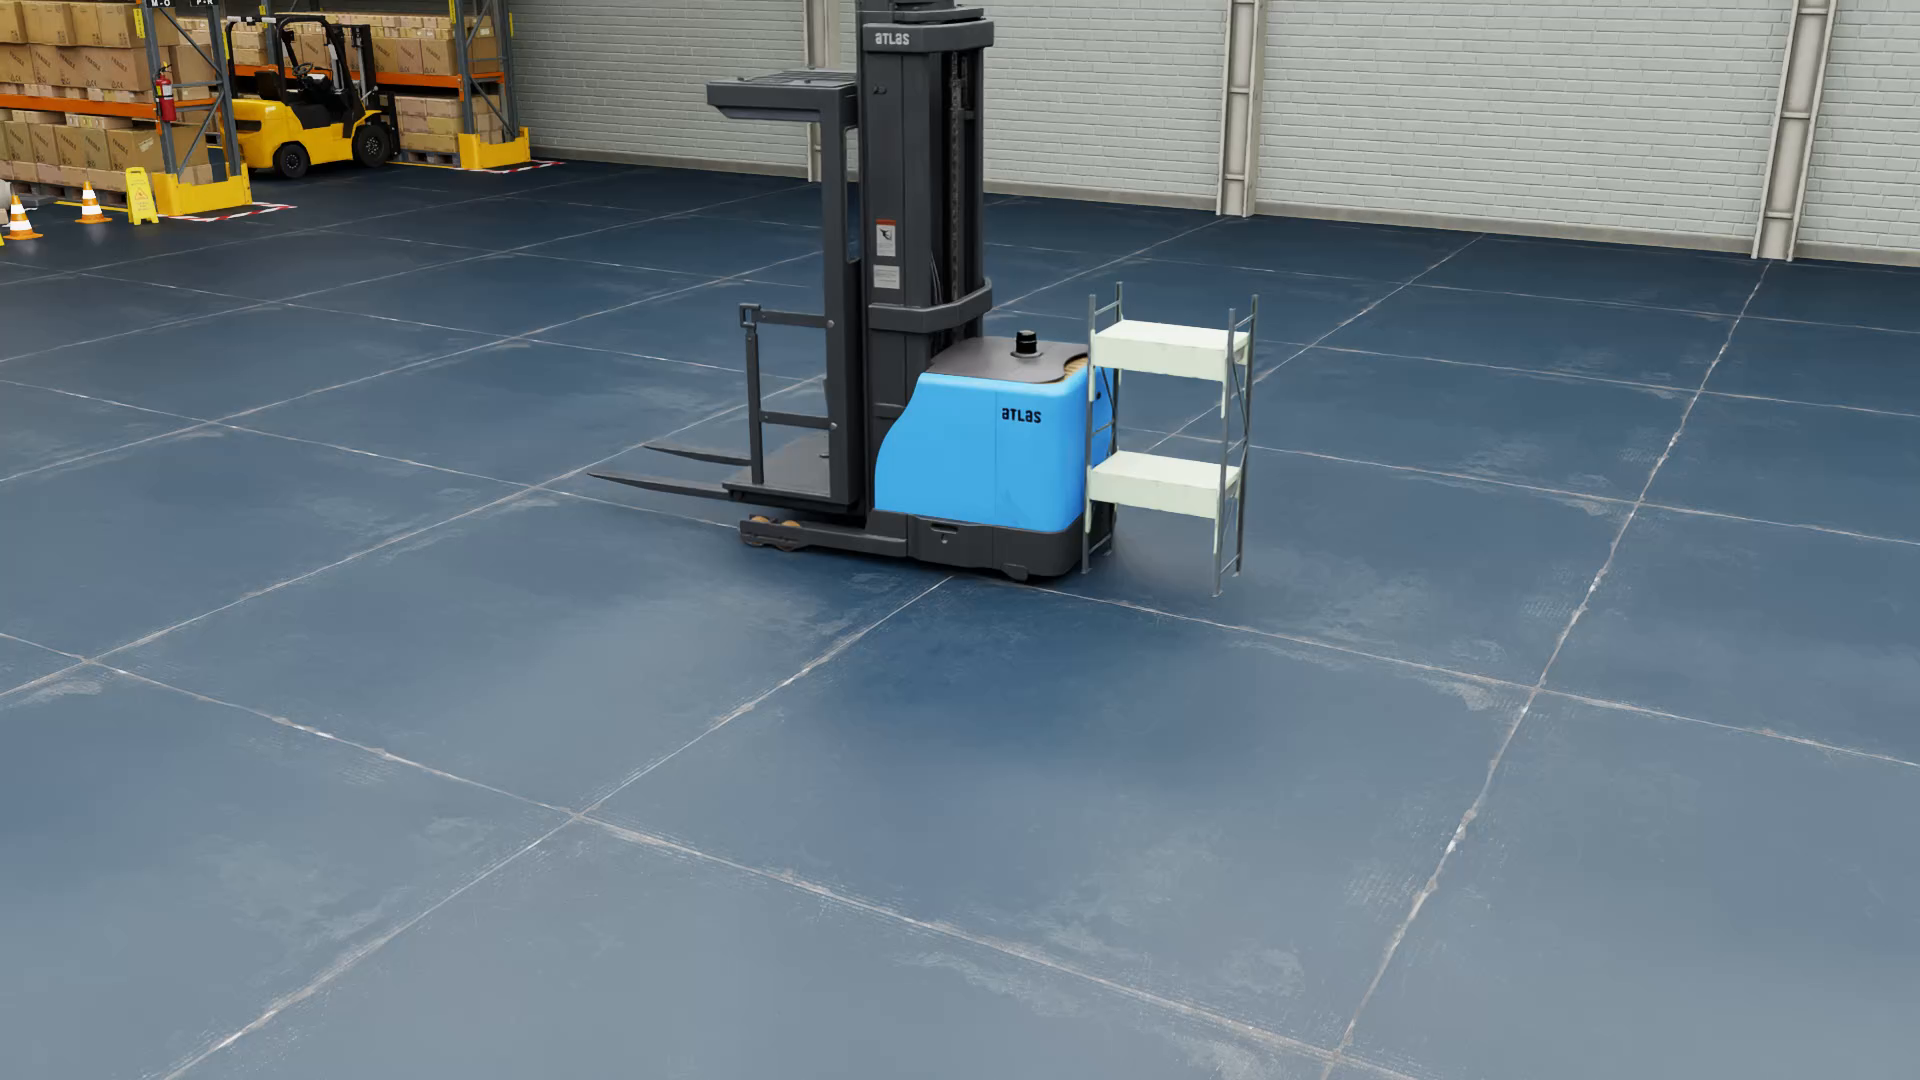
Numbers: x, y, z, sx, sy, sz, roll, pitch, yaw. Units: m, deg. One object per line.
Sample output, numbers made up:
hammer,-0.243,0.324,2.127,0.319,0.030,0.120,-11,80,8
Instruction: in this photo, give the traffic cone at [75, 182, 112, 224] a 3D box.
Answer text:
traffic cone,-10.355,-4.031,19.799,0.334,0.463,0.336,11,23,27

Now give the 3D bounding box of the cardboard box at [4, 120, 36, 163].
cardboard box,-11.986,-5.195,21.604,0.500,0.500,0.500,12,23,29

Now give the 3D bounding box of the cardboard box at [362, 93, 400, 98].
cardboard box,-8.820,-6.624,25.177,0.500,0.250,0.500,10,22,26

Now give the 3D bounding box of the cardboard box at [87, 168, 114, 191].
cardboard box,-10.636,-4.584,21.019,0.500,0.250,0.500,11,23,27

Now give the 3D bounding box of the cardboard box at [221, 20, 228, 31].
cardboard box,-11.548,-8.121,26.255,0.250,0.149,0.380,10,22,26

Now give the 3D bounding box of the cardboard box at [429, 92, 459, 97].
cardboard box,-7.699,-6.608,25.132,0.500,0.250,0.500,11,23,27

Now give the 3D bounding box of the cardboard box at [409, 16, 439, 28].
cardboard box,-7.821,-7.570,24.302,0.250,0.149,0.380,11,23,28

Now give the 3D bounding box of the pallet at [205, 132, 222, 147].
pallet,-12.157,-6.682,27.477,1.213,0.211,1.003,11,23,27

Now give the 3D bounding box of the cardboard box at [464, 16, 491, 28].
cardboard box,-7.122,-7.626,24.455,0.250,0.149,0.380,10,22,26

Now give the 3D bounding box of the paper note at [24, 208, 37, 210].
paper note,-11.572,-4.120,20.679,0.148,0.019,0.142,3,20,9

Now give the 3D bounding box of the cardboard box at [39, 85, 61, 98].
cardboard box,-11.379,-5.686,21.011,0.250,0.149,0.380,11,23,27

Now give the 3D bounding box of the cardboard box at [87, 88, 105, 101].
cardboard box,-10.510,-5.509,20.521,0.250,0.149,0.380,11,23,28

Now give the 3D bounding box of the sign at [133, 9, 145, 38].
sign,-9.639,-6.067,19.531,0.005,0.325,0.100,11,23,27

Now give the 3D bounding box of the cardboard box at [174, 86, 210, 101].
cardboard box,-9.546,-5.536,20.597,0.250,0.149,0.380,11,23,28

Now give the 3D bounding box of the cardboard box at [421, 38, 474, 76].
cardboard box,-7.491,-7.065,24.297,0.500,0.500,0.500,10,22,26

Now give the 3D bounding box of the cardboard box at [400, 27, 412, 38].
cardboard box,-8.018,-7.480,24.490,0.250,0.149,0.380,11,22,27

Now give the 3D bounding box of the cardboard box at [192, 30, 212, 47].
cardboard box,-11.875,-8.020,26.562,0.500,0.250,0.500,11,23,28

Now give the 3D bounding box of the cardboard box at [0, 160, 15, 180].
cardboard box,-12.460,-4.928,21.967,0.500,0.250,0.500,10,22,25

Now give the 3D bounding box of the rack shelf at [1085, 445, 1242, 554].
rack shelf,1.075,-0.220,8.728,0.720,0.370,0.431,10,22,25

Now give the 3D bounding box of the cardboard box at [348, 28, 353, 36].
cardboard box,-8.935,-7.637,24.923,0.250,0.149,0.380,10,22,26

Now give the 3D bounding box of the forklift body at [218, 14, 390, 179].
forklift body,-9.479,-6.388,23.821,1.214,2.155,2.313,11,23,27

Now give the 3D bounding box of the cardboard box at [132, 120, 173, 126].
cardboard box,-10.400,-5.099,21.341,0.500,0.500,0.500,10,22,25

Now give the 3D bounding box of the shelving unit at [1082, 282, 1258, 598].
shelving unit,1.075,-0.526,8.617,0.755,1.500,0.431,10,22,25

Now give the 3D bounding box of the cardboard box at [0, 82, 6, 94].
cardboard box,-12.232,-5.874,21.527,0.250,0.149,0.380,11,23,27

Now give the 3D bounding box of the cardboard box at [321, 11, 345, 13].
cardboard box,-9.801,-8.154,25.912,0.250,0.149,0.380,10,22,26

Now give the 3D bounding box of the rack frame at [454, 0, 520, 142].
rack frame,-6.933,-7.015,24.304,0.127,3.000,1.000,11,23,27

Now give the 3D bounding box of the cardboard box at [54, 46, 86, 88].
cardboard box,-10.829,-5.900,20.649,0.500,0.500,0.500,11,23,27

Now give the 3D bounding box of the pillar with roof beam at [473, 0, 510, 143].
pillar with roof beam,-9.201,-8.937,20.807,0.400,9.000,9.100,11,23,27

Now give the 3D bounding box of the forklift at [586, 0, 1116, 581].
forklift,-0.680,-1.472,9.125,3.031,2.935,1.130,8,21,21

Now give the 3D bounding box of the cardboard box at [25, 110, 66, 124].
cardboard box,-11.694,-5.418,21.267,0.250,0.149,0.380,12,23,30

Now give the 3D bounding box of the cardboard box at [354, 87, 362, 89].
cardboard box,-9.452,-6.951,26.078,0.500,0.250,0.500,10,22,27

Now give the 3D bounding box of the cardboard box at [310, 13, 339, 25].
cardboard box,-9.618,-7.900,25.212,0.250,0.149,0.380,11,23,28

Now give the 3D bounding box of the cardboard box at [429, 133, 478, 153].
cardboard box,-7.498,-5.903,24.657,0.500,0.250,0.500,11,23,28

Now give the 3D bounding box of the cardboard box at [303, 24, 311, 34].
cardboard box,-9.808,-7.823,25.434,0.250,0.149,0.380,11,23,27

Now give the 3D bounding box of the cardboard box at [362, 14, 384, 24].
cardboard box,-8.691,-7.756,24.815,0.250,0.149,0.380,11,23,28

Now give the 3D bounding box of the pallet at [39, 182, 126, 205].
pallet,-11.170,-4.587,21.700,1.213,0.211,1.003,11,23,27

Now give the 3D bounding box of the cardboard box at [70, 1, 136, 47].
cardboard box,-10.341,-6.299,20.283,0.500,0.500,0.700,11,23,28

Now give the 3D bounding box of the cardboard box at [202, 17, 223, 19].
cardboard box,-12.185,-8.453,27.173,0.250,0.149,0.380,12,23,29

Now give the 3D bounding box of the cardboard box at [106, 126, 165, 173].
cardboard box,-10.177,-4.849,20.651,0.500,0.500,0.500,11,23,28

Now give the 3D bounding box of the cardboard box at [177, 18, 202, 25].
cardboard box,-12.377,-8.330,26.833,0.250,0.149,0.380,11,23,27

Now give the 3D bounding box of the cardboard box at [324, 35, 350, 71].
cardboard box,-9.260,-7.410,25.246,0.500,0.500,0.500,11,22,27

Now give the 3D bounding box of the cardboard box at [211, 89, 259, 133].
cardboard box,-11.560,-6.976,27.063,0.625,0.625,0.875,11,22,27

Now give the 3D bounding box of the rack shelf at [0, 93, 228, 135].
rack shelf,-11.097,-5.531,21.268,4.000,0.370,1.077,11,23,27

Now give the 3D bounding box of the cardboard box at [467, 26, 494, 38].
cardboard box,-7.103,-7.500,24.544,0.250,0.149,0.380,10,22,26

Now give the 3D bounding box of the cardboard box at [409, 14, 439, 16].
cardboard box,-8.023,-7.801,24.938,0.250,0.149,0.380,12,23,29

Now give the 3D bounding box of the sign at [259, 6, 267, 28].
sign,-10.682,-8.024,25.504,0.005,0.325,0.100,11,23,27

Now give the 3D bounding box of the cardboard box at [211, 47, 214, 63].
cardboard box,-11.853,-7.789,26.658,0.500,0.250,0.500,11,23,28

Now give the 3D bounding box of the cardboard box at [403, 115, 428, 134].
cardboard box,-7.943,-6.229,24.821,0.500,0.250,0.500,11,22,27

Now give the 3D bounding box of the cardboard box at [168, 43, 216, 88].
cardboard box,-9.629,-5.884,20.605,0.500,0.500,0.500,10,22,26

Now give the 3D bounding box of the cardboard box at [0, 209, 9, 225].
cardboard box,-11.480,-3.813,19.657,0.380,0.149,0.250,-11,23,-29
